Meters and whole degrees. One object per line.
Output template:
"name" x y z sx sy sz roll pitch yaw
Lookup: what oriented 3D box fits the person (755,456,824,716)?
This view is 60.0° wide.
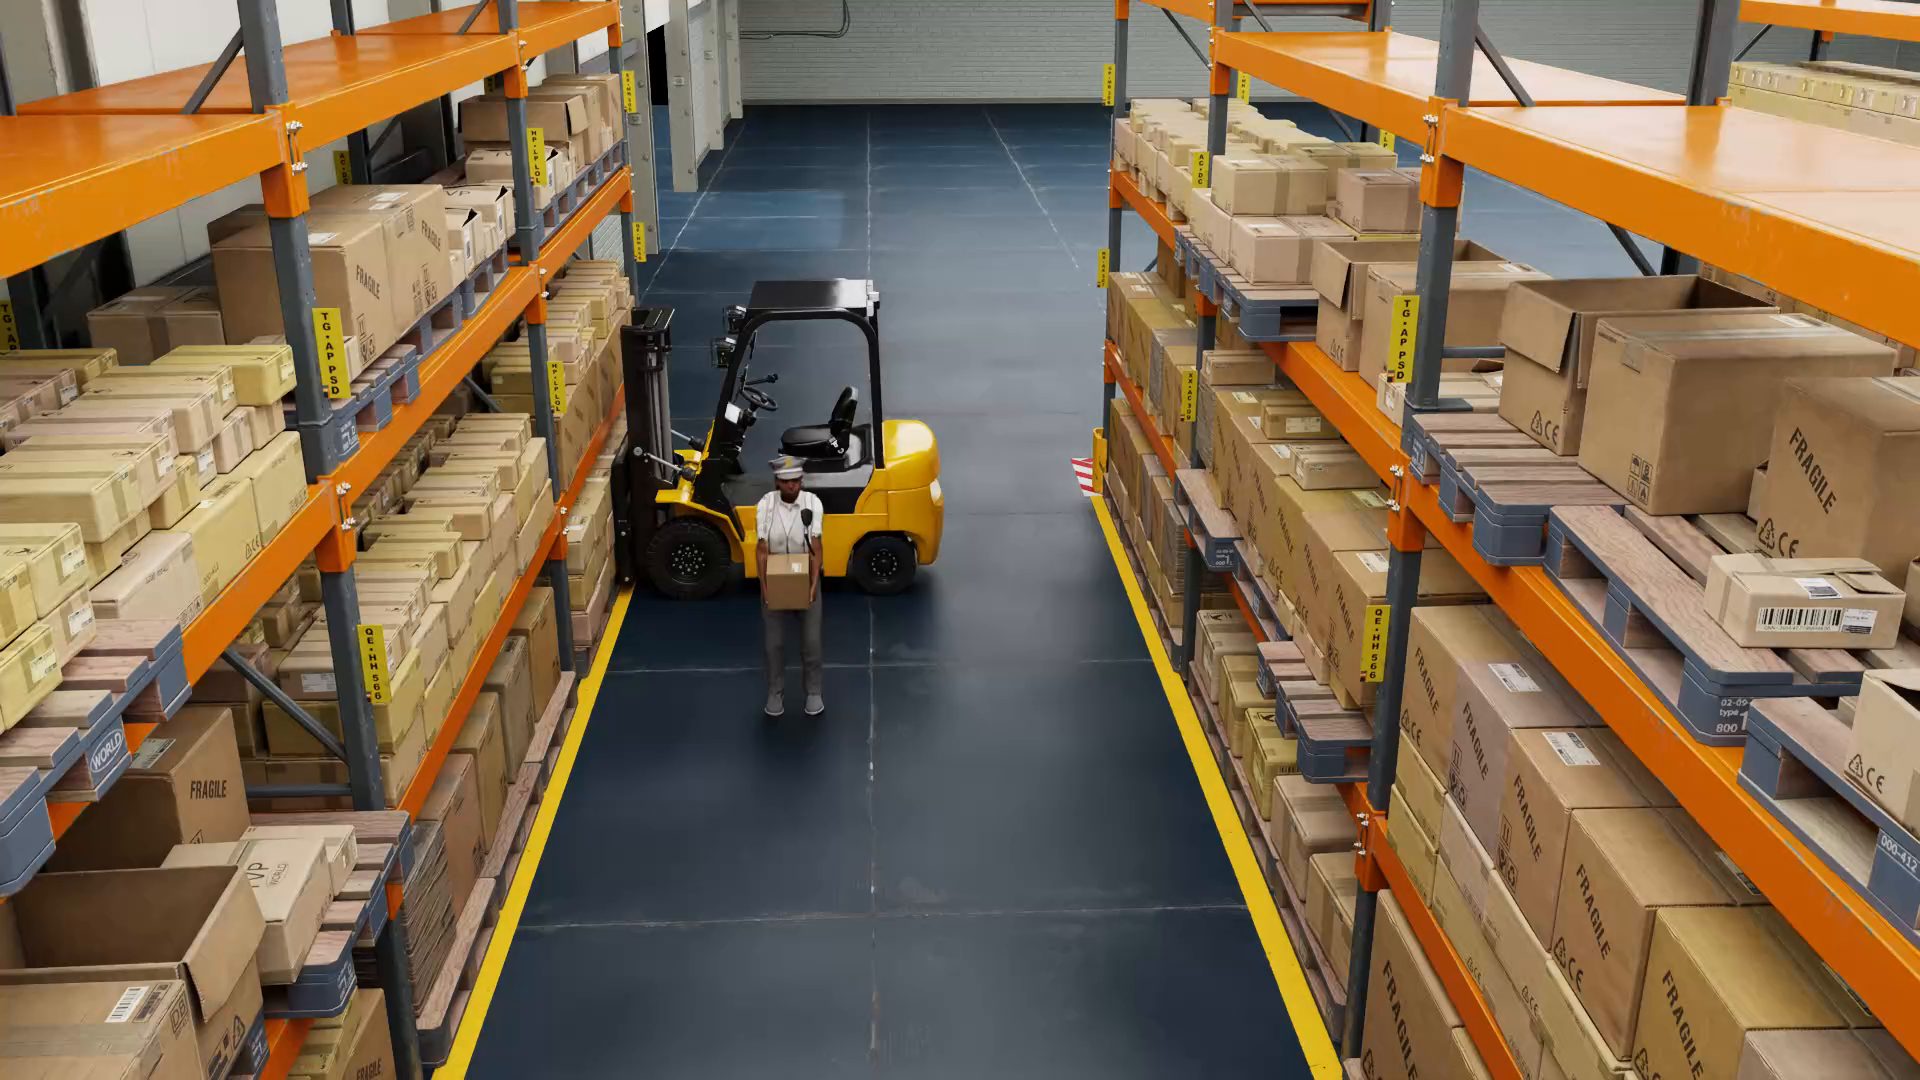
"person" -1.039 0.296 10.260 0.423 1.691 0.521 -1 21 -4
